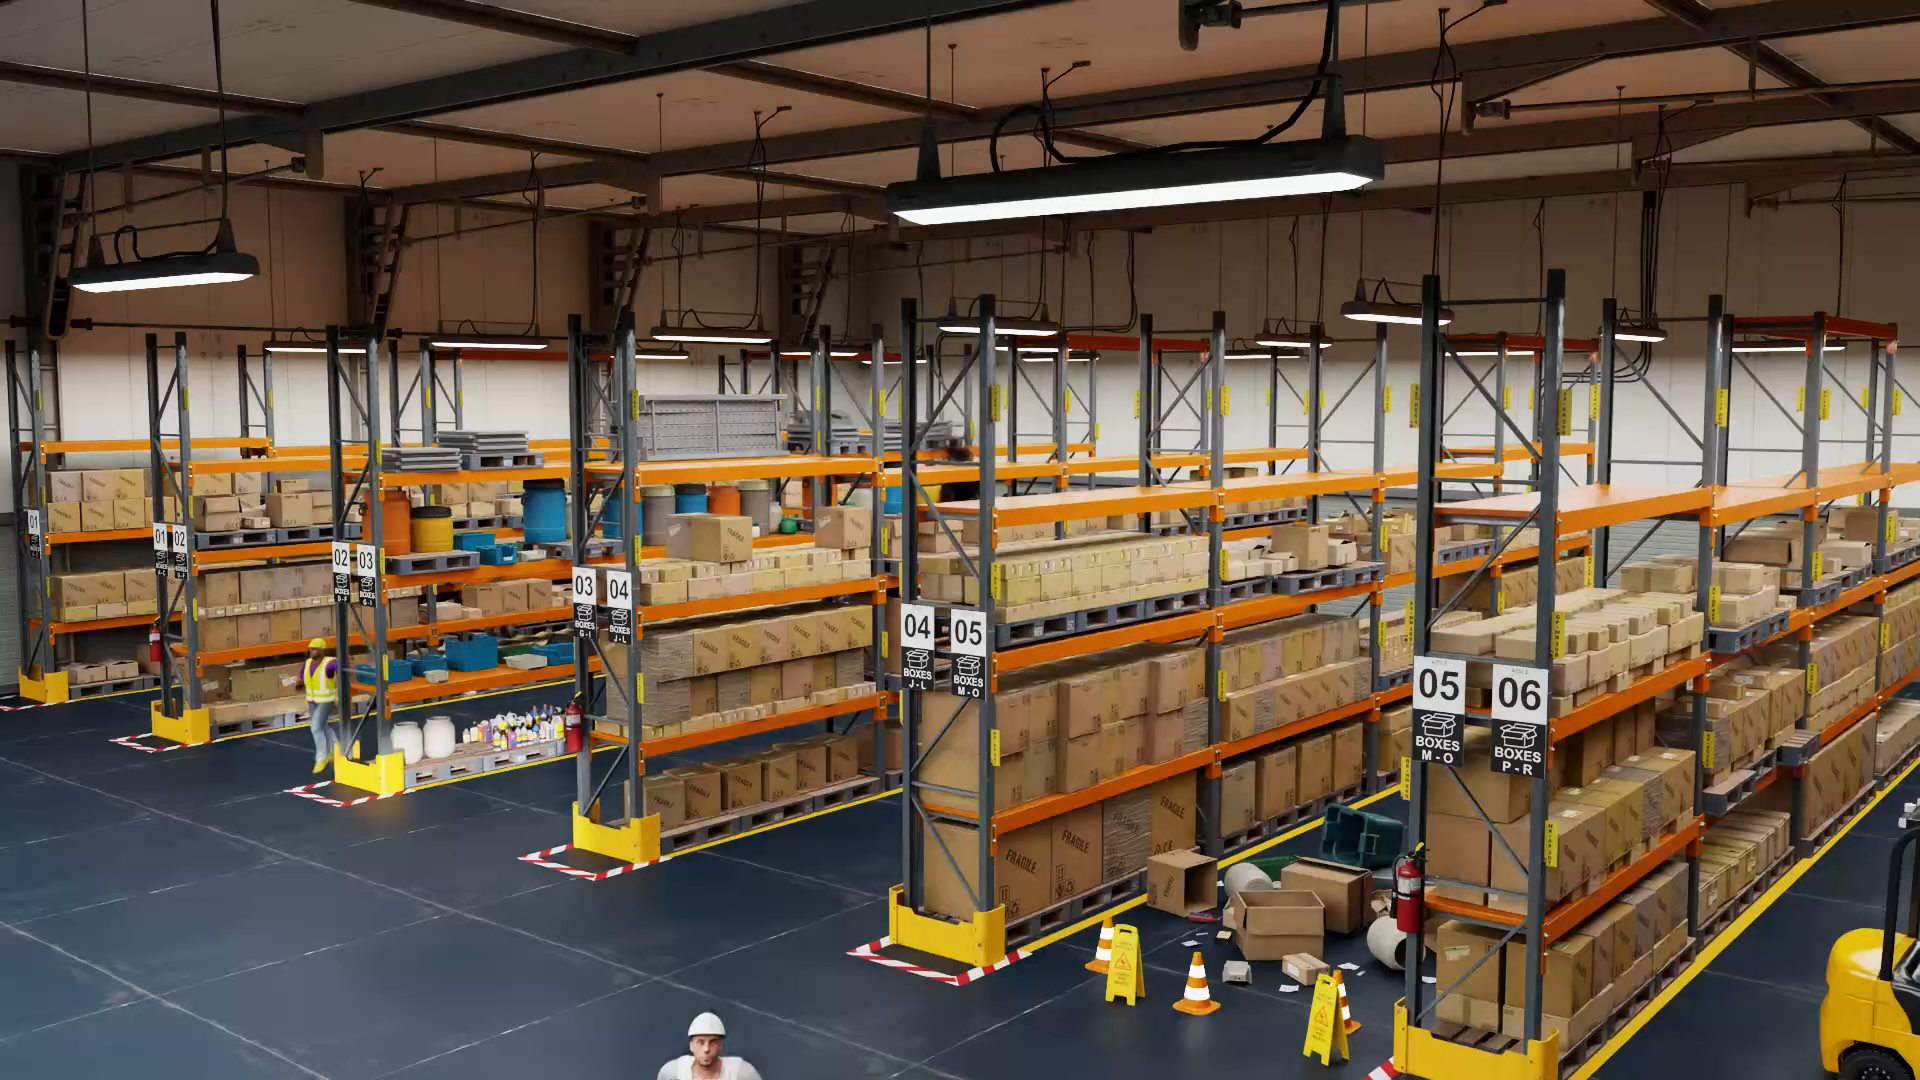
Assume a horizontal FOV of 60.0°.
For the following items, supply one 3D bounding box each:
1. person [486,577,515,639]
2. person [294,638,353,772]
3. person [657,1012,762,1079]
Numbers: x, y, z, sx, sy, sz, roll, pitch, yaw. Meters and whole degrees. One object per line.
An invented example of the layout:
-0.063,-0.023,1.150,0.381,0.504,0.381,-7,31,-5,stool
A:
-8.854,1.453,32.122,0.575,1.693,0.812,4,6,36,person
-8.732,2.256,22.761,0.716,1.850,0.756,2,6,25,person
-1.356,3.457,9.167,0.623,1.790,1.172,-1,5,-12,person
